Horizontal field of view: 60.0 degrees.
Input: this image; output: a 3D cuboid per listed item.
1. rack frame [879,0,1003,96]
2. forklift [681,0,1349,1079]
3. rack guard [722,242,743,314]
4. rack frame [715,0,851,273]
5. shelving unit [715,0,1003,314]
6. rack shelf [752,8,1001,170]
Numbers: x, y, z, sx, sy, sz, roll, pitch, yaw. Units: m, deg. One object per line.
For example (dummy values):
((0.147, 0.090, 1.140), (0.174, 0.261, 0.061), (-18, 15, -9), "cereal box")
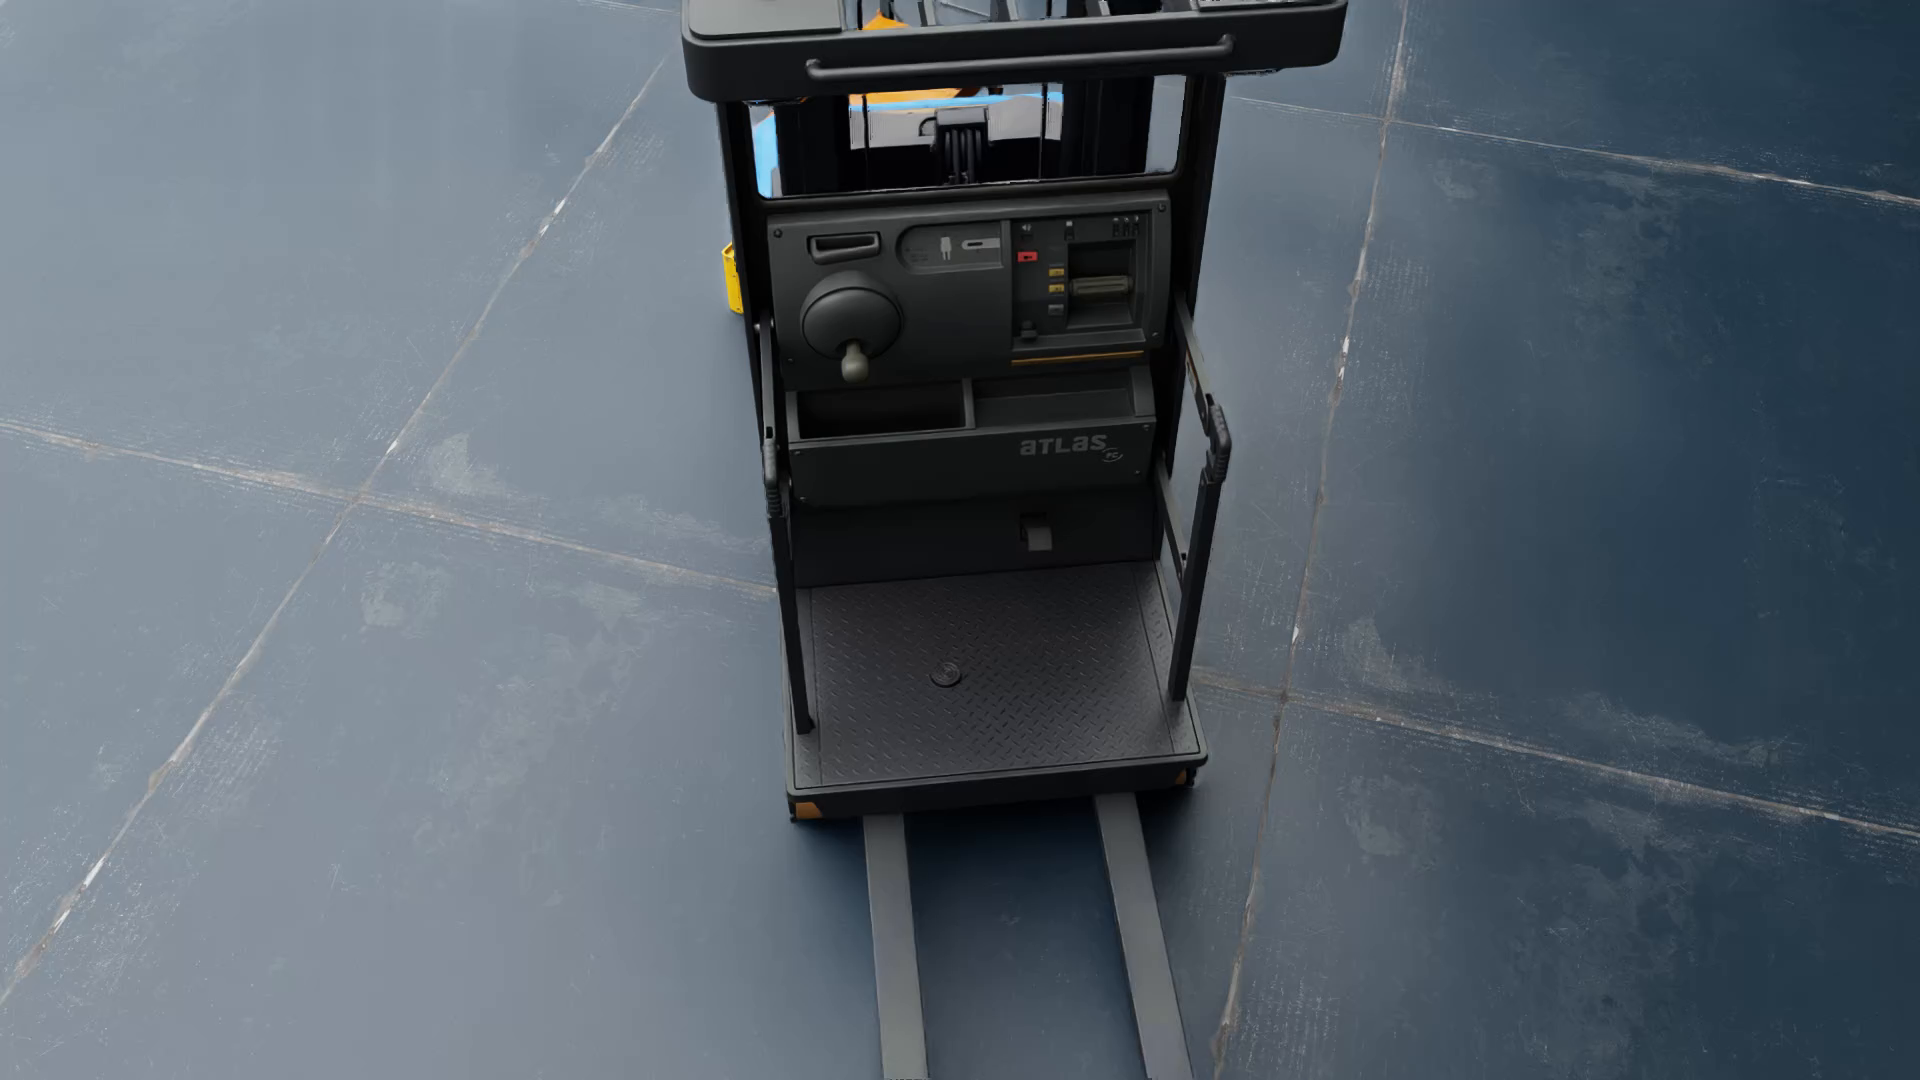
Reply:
((-0.070, -1.919, 5.943), (0.500, 1.500, 0.032), (22, 52, 19), "rack frame")
((0.053, -0.484, 3.722), (1.130, 2.935, 3.031), (-5, 49, -4), "forklift")
((-0.560, -0.839, 5.823), (0.587, 0.250, 0.087), (22, 52, 19), "rack guard")
((-0.561, -1.251, 5.354), (0.500, 1.500, 0.032), (22, 52, 19), "rack frame")
((-0.320, -1.579, 5.643), (0.587, 1.500, 1.083), (22, 52, 19), "shelving unit")
((-0.315, -1.466, 5.784), (0.538, 0.185, 1.000), (22, 52, 19), "rack shelf")
